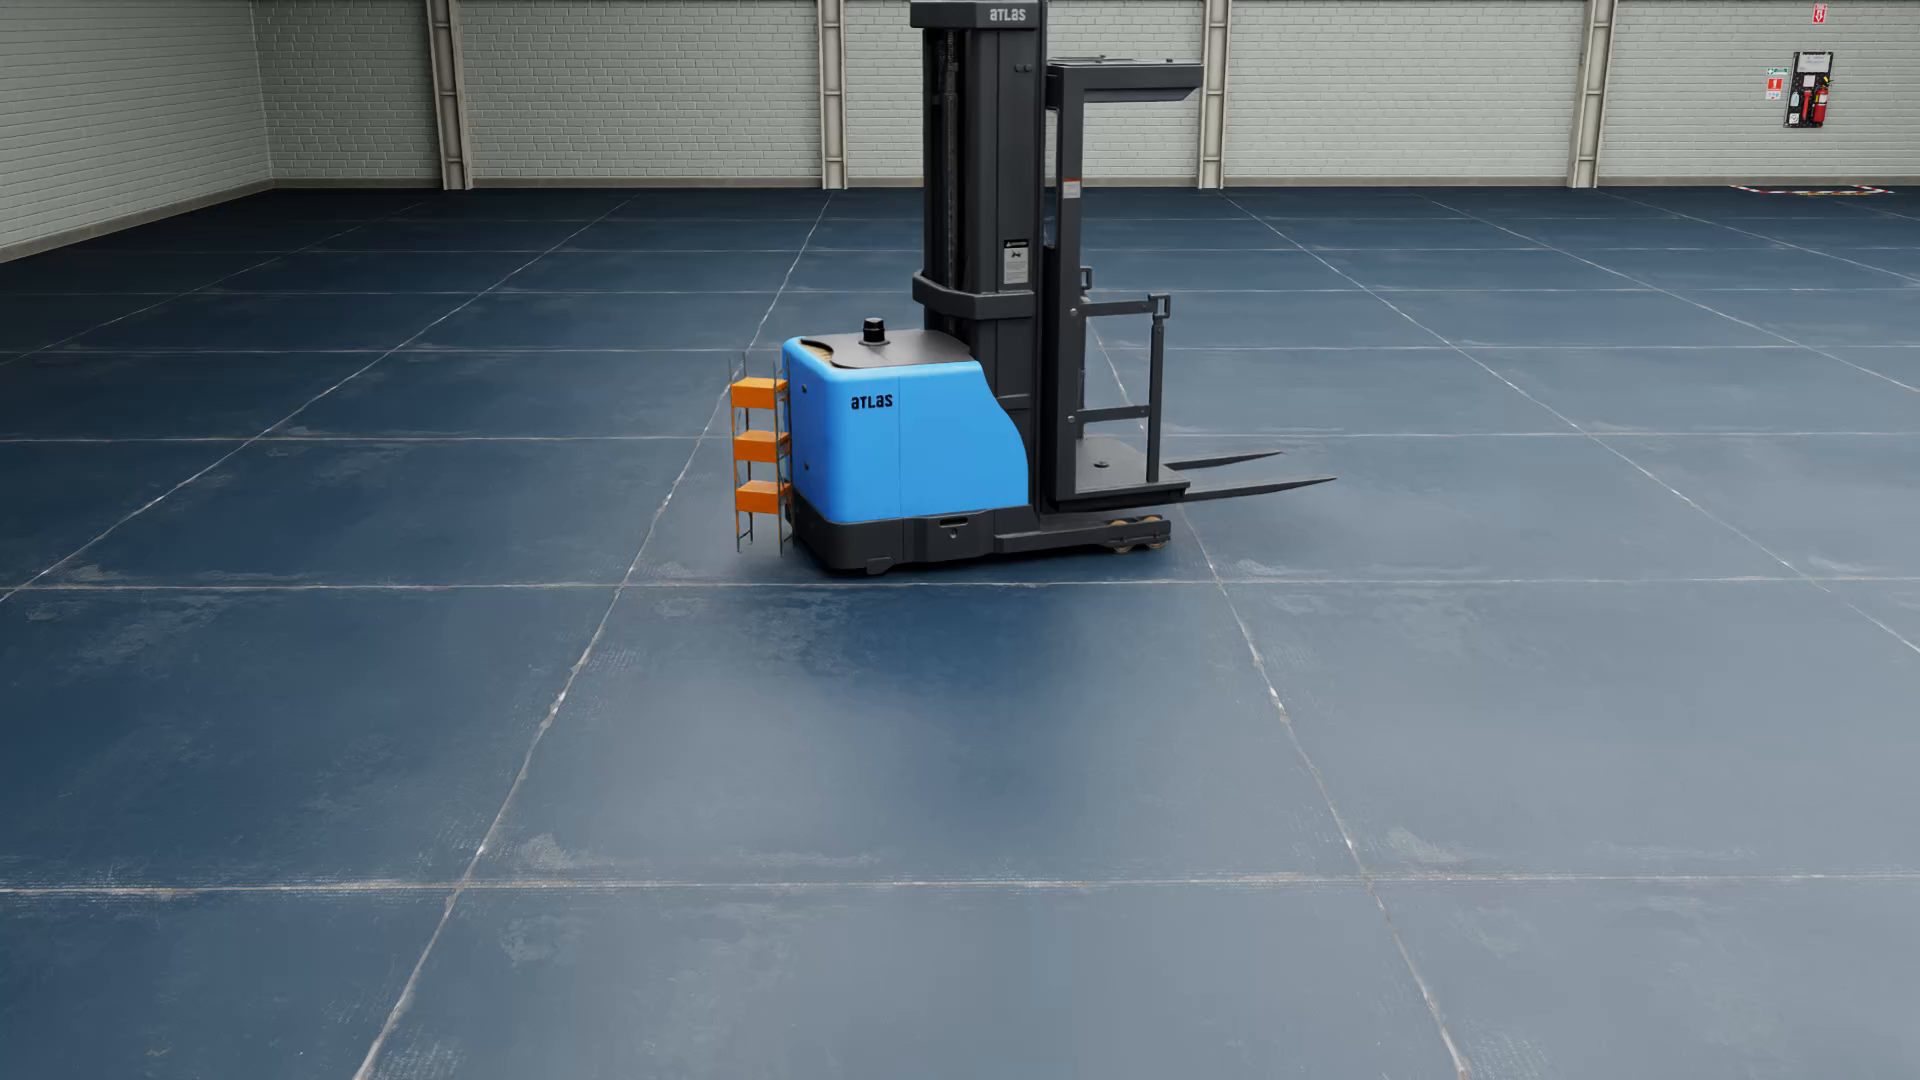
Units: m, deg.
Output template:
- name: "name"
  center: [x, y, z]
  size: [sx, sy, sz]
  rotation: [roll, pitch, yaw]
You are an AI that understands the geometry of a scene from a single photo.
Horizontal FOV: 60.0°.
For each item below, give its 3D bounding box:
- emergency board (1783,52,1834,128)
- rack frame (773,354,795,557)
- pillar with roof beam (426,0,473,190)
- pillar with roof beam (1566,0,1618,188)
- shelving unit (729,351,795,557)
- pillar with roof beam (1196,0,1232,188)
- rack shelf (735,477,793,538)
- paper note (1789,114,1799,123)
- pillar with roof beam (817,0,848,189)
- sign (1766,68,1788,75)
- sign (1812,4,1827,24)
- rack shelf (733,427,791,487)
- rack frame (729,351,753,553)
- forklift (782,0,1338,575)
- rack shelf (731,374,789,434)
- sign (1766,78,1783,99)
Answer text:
- name: "emergency board"
  center: [13.531, -7.147, 26.416]
  size: [0.643, 1.169, 0.194]
  rotation: [0, 18, -1]
- name: "rack frame"
  center: [-0.917, -0.438, 8.691]
  size: [0.008, 1.050, 0.200]
  rotation: [5, 19, 15]
- name: "pillar with roof beam"
  center: [-7.927, -8.573, 21.041]
  size: [0.400, 9.000, 9.100]
  rotation: [0, 18, -1]
- name: "pillar with roof beam"
  center: [10.071, -8.660, 21.311]
  size: [0.400, 9.000, 9.100]
  rotation: [0, 18, -1]
- name: "shelving unit"
  center: [-1.034, -0.448, 8.723]
  size: [0.252, 1.050, 0.215]
  rotation: [5, 19, 15]
- name: "pillar with roof beam"
  center: [4.072, -8.631, 21.221]
  size: [0.400, 9.000, 9.100]
  rotation: [0, 18, -1]
- name: "rack shelf"
  center: [-1.034, -0.174, 8.813]
  size: [0.240, 0.259, 0.215]
  rotation: [5, 19, 15]
- name: "paper note"
  center: [13.352, -6.748, 26.613]
  size: [0.142, 0.148, 0.016]
  rotation: [0, 18, -1]
- name: "pillar with roof beam"
  center: [-1.928, -8.602, 21.131]
  size: [0.400, 9.000, 9.100]
  rotation: [0, 18, -1]
- name: "sign"
  center: [12.981, -7.442, 26.411]
  size: [0.331, 0.109, 0.001]
  rotation: [0, 18, -1]
- name: "sign"
  center: [13.521, -8.281, 26.156]
  size: [0.199, 0.298, 0.001]
  rotation: [0, 18, -1]
- name: "rack shelf"
  center: [-1.034, -0.438, 8.726]
  size: [0.240, 0.259, 0.215]
  rotation: [5, 19, 15]
- name: "rack frame"
  center: [-1.151, -0.459, 8.755]
  size: [0.008, 1.050, 0.200]
  rotation: [5, 19, 15]
- name: "forklift"
  center: [0.605, -1.477, 8.852]
  size: [3.031, 2.935, 1.130]
  rotation: [-6, 19, -19]
- name: "rack shelf"
  center: [-1.034, -0.708, 8.638]
  size: [0.240, 0.259, 0.215]
  rotation: [5, 19, 15]
- name: "sign"
  center: [12.976, -7.193, 26.500]
  size: [0.234, 0.329, 0.001]
  rotation: [0, 18, -1]
